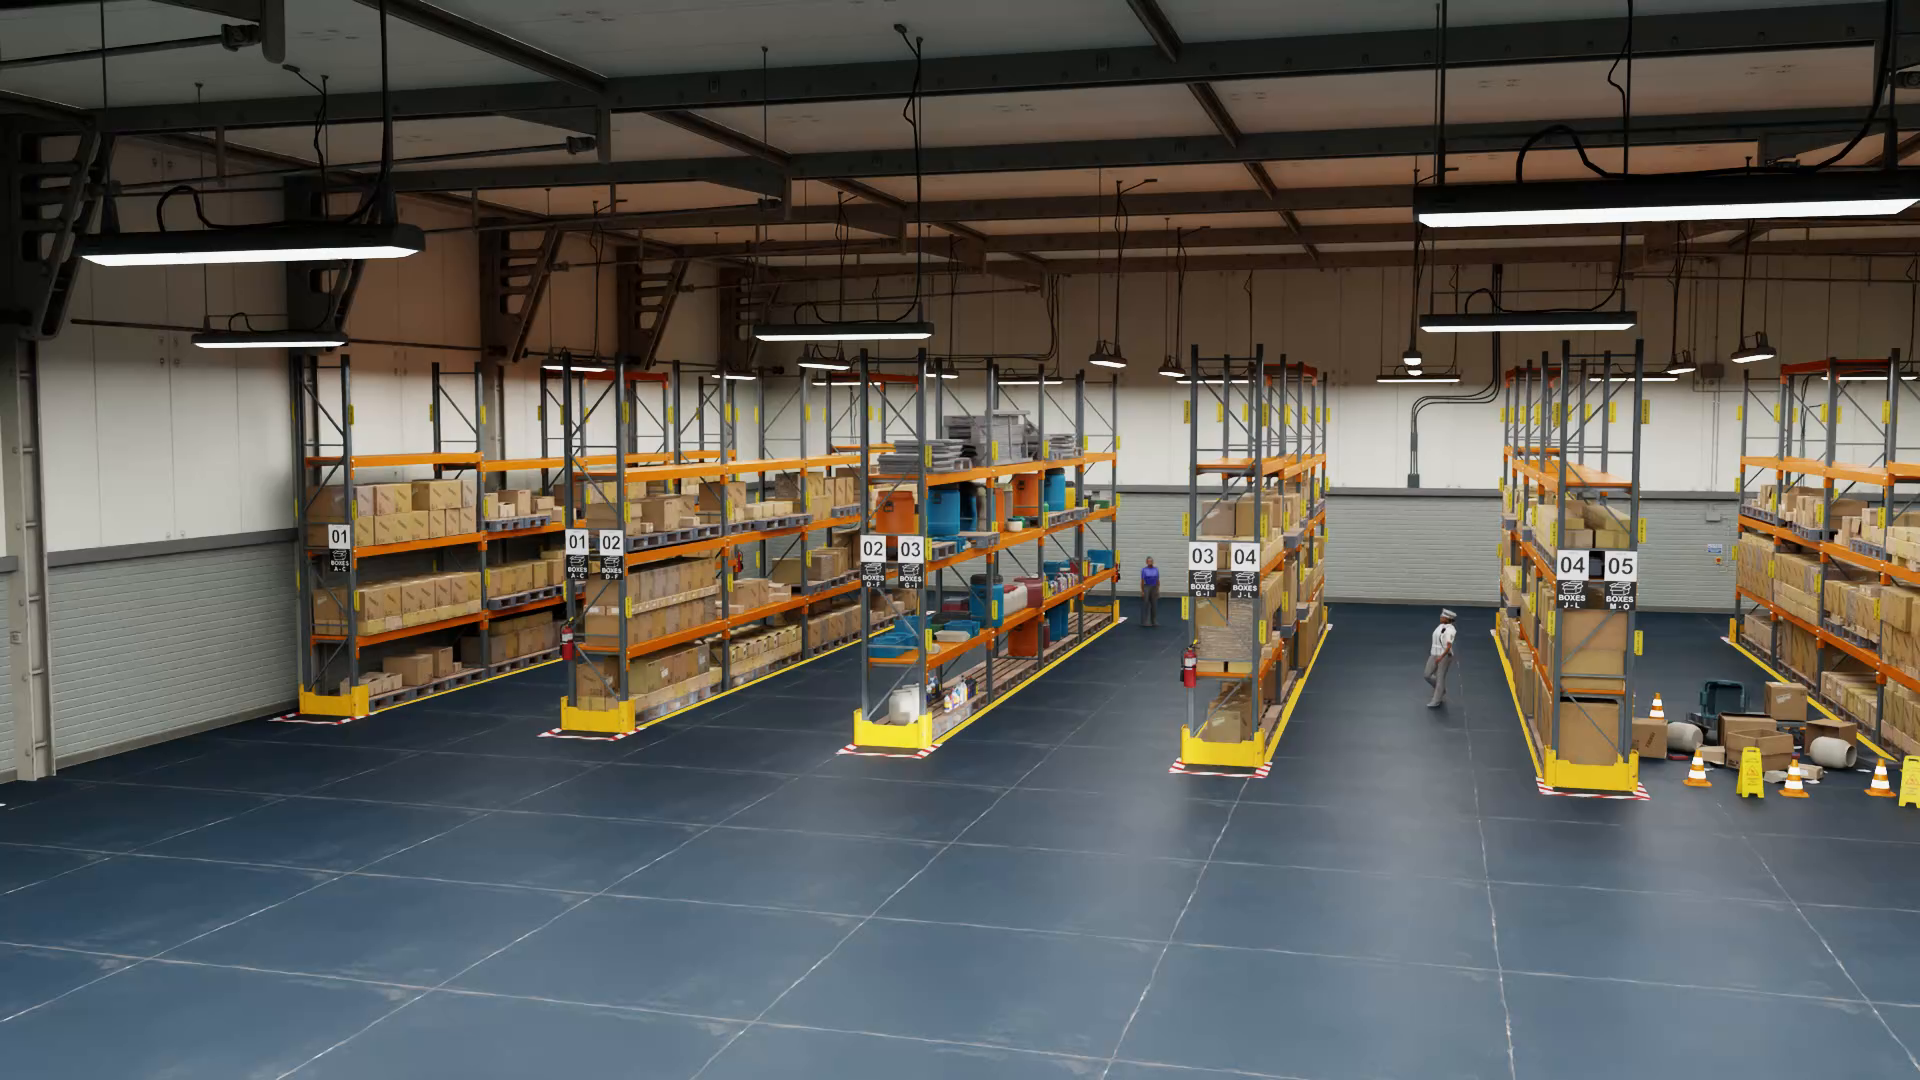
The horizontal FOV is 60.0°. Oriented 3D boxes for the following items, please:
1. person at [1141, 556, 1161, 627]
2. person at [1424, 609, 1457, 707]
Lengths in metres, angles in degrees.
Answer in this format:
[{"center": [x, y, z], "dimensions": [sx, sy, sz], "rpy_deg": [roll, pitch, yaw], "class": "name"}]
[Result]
[{"center": [4.521, 1.216, 39.439], "dimensions": [0.519, 1.655, 0.382], "rpy_deg": [-2, 5, -24], "class": "person"}, {"center": [8.244, 2.017, 28.639], "dimensions": [0.574, 1.668, 0.511], "rpy_deg": [-3, 5, -33], "class": "person"}]
